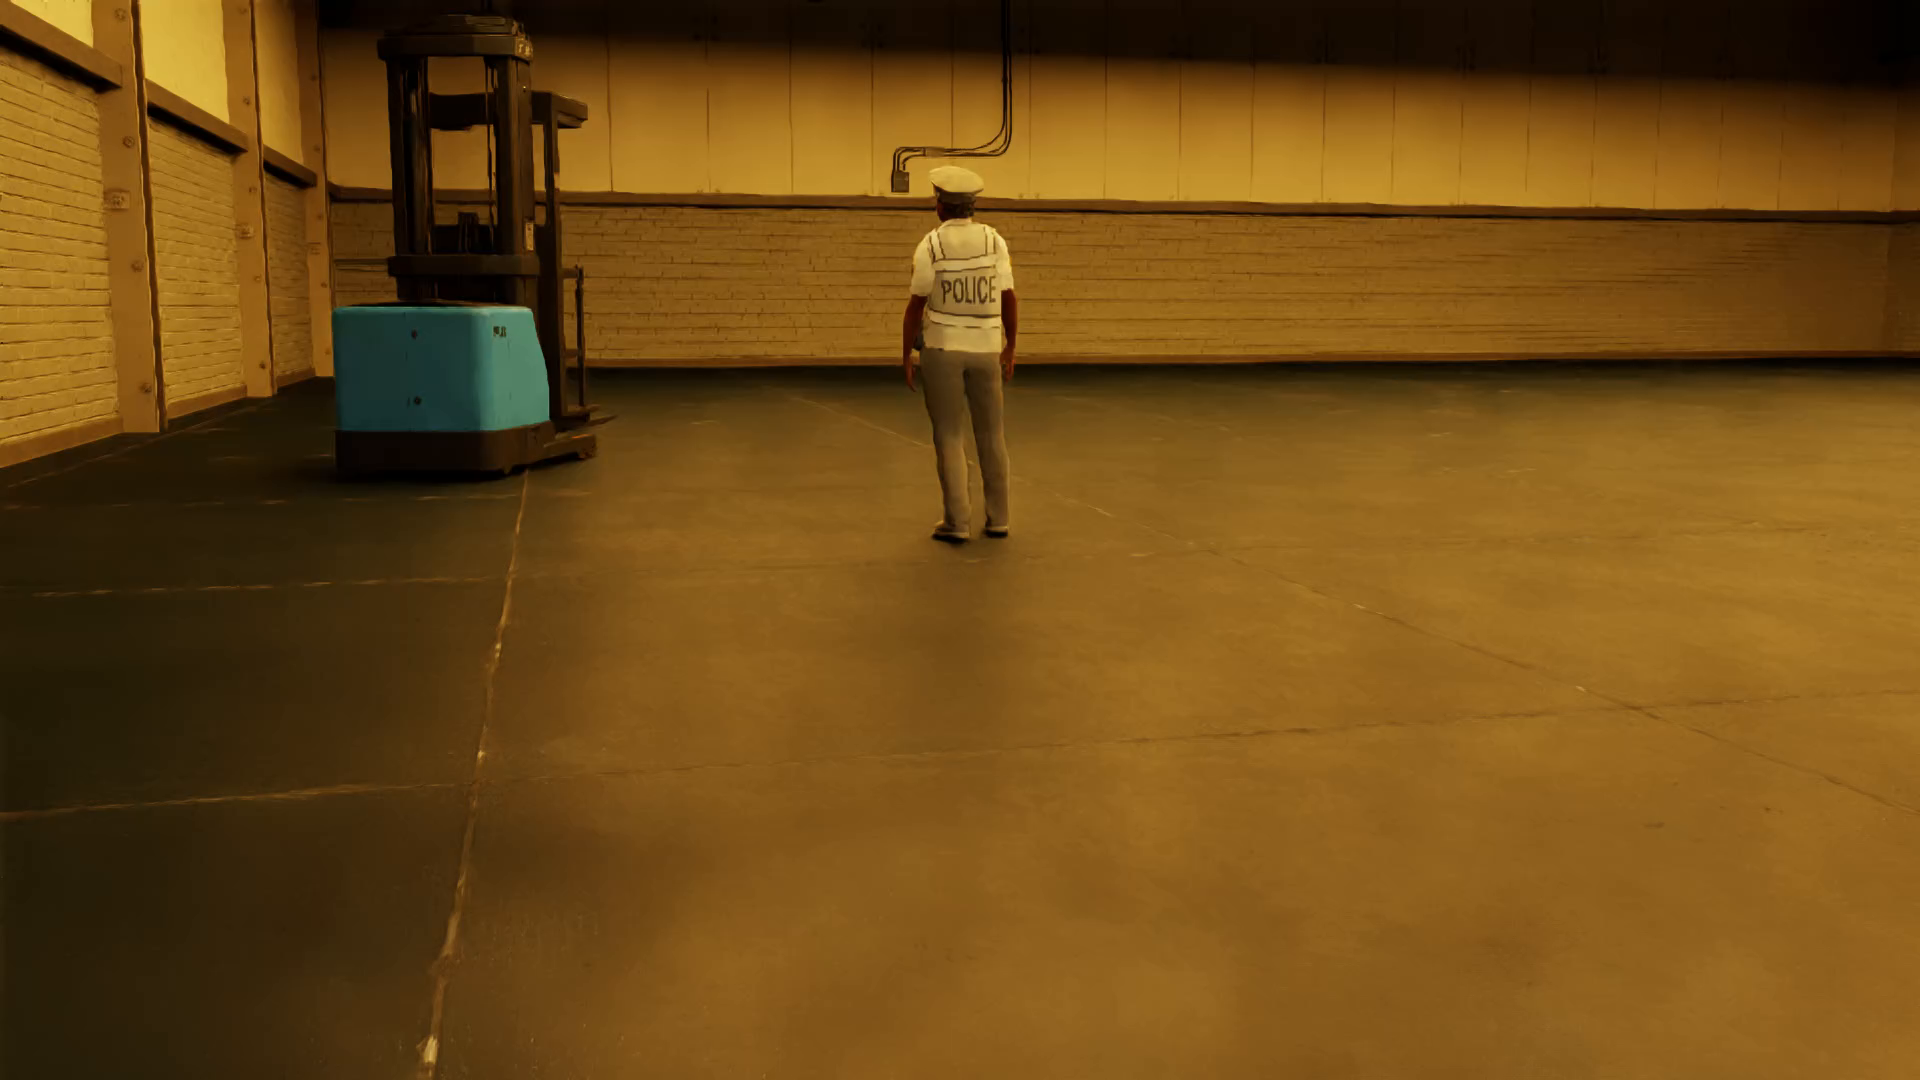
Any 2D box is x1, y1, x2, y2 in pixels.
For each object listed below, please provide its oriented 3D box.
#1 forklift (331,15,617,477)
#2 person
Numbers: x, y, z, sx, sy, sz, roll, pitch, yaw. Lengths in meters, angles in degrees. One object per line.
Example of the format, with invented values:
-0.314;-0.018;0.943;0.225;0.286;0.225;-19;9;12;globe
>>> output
-3.226;-2.022;11.579;1.130;2.935;3.031;1;8;6;forklift
0.002;-0.852;7.666;0.570;1.684;0.529;-2;8;-13;person
